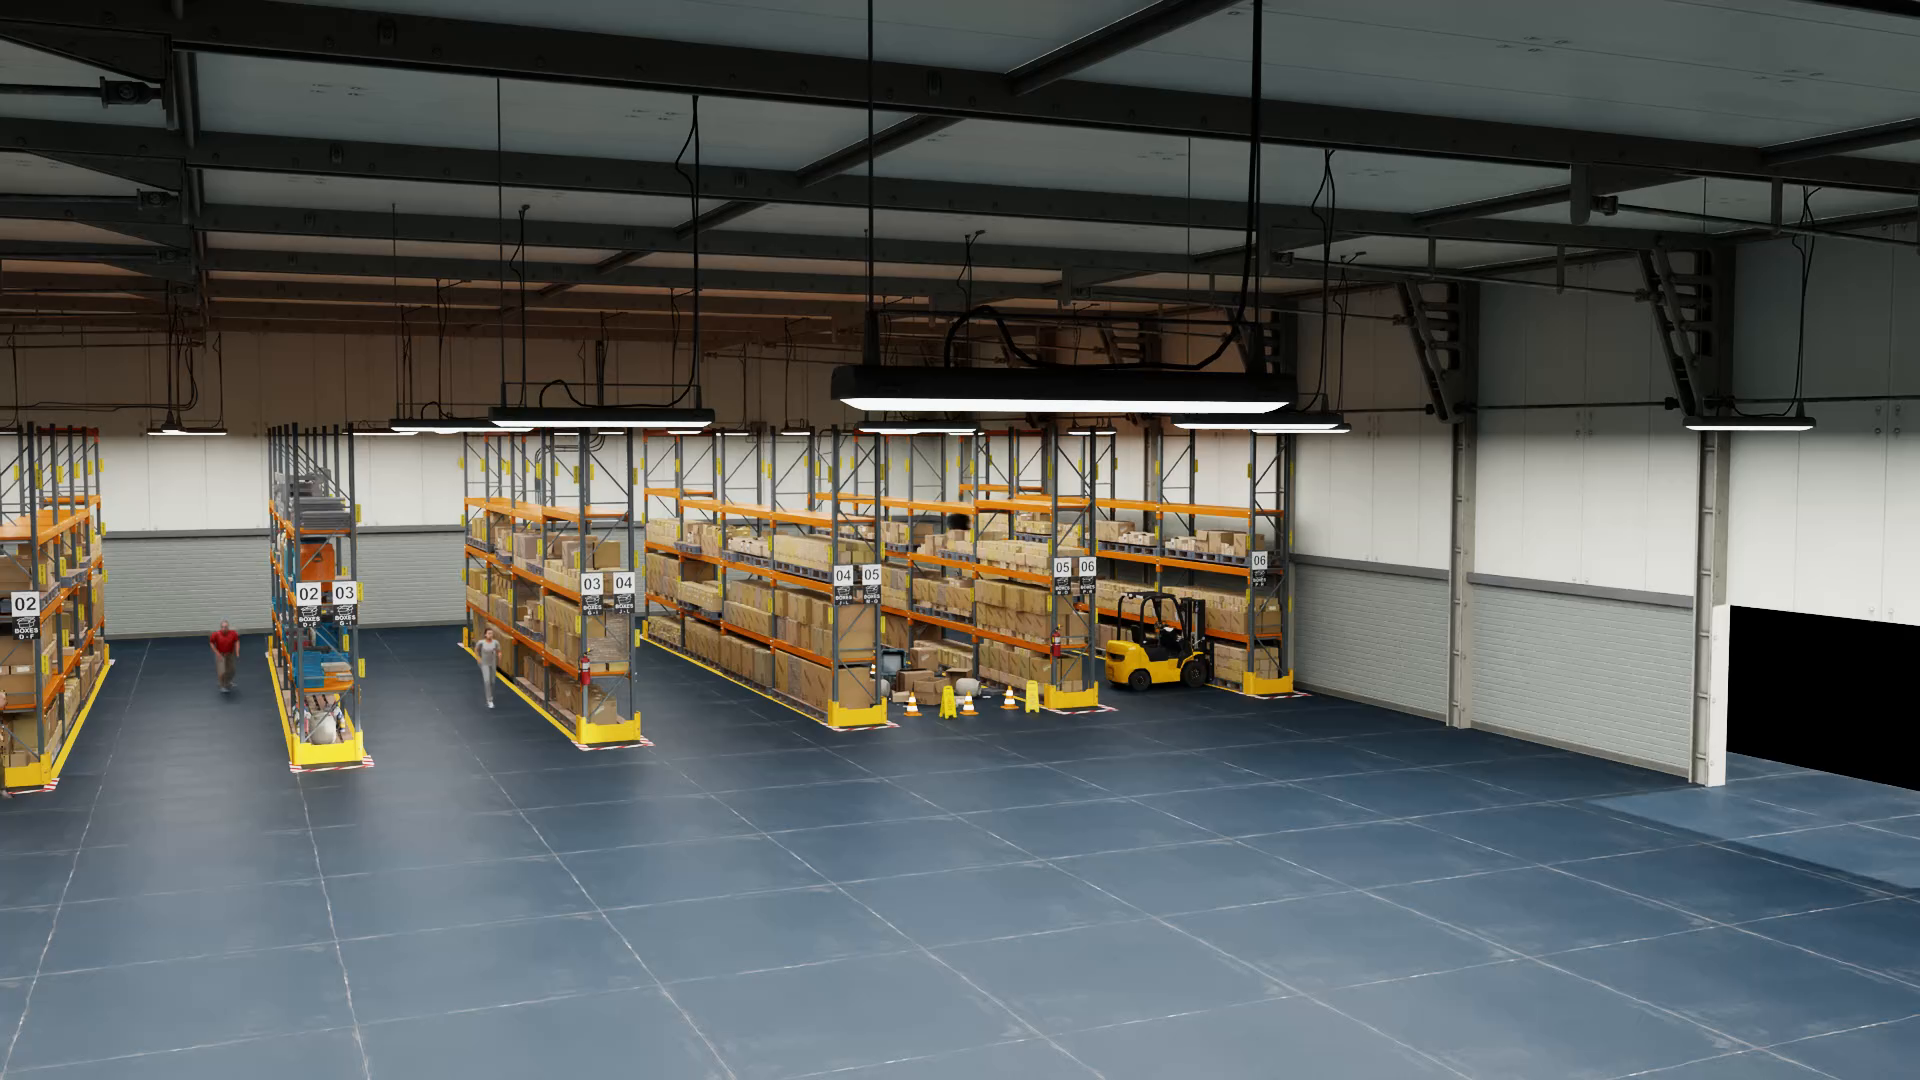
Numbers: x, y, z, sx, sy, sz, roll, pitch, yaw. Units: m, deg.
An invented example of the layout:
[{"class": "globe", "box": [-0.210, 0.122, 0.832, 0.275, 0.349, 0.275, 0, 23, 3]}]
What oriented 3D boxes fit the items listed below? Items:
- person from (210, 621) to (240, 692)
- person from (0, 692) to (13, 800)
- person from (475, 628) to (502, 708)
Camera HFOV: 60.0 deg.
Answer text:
[{"class": "person", "box": [-16.637, 2.611, 37.613, 0.670, 1.629, 0.807, -3, 5, -41]}, {"class": "person", "box": [-15.589, 3.281, 26.315, 1.100, 1.742, 0.747, -1, 4, -10]}, {"class": "person", "box": [-10.146, 2.715, 35.775, 0.540, 1.674, 0.944, -2, 4, -28]}]
